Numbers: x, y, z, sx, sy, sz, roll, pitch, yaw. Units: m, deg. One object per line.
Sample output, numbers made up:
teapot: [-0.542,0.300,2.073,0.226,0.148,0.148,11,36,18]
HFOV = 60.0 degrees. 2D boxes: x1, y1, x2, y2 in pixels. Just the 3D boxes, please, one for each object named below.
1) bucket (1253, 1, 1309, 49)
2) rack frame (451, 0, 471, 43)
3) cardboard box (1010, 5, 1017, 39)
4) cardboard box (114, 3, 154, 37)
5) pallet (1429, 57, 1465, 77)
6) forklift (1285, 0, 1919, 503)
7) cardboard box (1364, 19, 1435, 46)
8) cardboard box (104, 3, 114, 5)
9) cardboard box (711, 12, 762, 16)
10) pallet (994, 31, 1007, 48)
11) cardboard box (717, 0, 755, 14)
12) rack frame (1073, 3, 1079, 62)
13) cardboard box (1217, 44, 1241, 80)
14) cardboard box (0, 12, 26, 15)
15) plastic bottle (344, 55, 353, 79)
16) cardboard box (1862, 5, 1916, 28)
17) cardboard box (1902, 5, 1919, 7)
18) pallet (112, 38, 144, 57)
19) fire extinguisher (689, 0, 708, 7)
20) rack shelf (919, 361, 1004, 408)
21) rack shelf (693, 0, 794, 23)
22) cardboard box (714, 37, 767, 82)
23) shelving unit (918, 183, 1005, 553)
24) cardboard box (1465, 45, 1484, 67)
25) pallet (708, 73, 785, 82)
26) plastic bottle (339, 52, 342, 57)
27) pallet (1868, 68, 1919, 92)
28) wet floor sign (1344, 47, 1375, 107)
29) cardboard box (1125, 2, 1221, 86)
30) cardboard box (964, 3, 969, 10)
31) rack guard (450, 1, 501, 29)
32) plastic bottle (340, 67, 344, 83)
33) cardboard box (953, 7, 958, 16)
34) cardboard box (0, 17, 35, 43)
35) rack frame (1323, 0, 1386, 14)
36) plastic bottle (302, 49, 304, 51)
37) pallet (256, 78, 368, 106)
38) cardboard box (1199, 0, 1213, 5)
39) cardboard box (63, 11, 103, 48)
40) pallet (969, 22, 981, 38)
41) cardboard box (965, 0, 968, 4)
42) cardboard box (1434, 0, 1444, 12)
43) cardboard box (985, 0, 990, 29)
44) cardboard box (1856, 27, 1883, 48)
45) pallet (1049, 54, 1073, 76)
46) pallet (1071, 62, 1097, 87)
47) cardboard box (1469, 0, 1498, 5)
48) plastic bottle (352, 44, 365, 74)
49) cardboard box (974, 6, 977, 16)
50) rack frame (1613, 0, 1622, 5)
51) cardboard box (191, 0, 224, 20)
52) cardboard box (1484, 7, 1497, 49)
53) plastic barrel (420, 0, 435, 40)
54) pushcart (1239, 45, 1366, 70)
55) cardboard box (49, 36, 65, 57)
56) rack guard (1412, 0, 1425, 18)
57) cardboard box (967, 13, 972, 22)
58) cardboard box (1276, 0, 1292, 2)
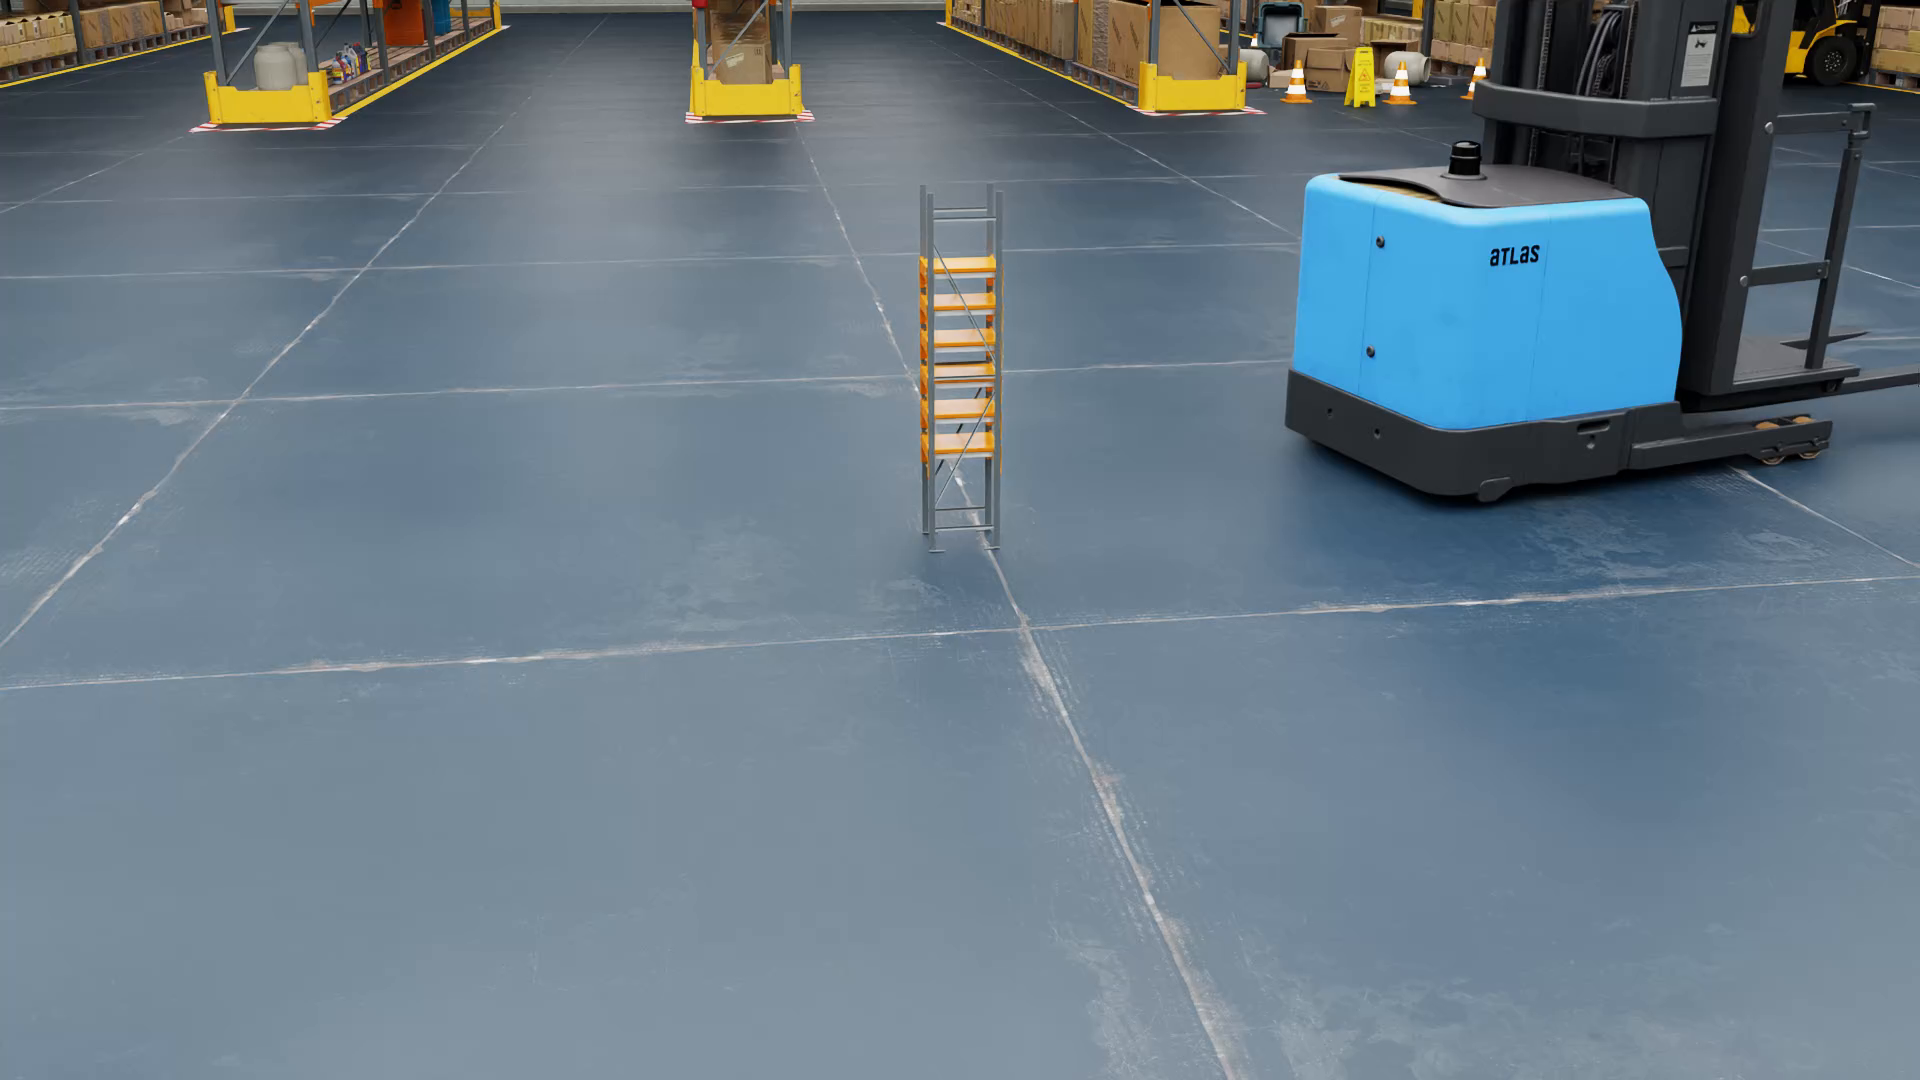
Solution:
bucket: [4.329,-6.915,22.448,0.726,0.611,0.620,4,11,11]
rack frame: [-8.949,-9.972,28.127,1.000,3.000,0.127,-3,21,-8]
cardboard box: [1.098,-8.292,26.603,0.500,0.500,0.500,-3,21,-8]
cardboard box: [-13.434,-8.430,26.944,0.500,0.500,0.500,-3,21,-8]
pallet: [7.043,-6.414,22.588,1.003,0.211,1.213,-3,21,-8]
forklift: [2.886,-1.826,6.417,3.031,2.935,1.130,-8,22,-21]
cardboard box: [6.625,-7.588,24.901,0.950,0.372,0.625,-2,21,-6]
cardboard box: [-13.935,-8.394,26.848,0.500,0.500,0.500,-3,21,-7]
cardboard box: [-3.263,-7.449,24.318,0.700,0.500,0.500,-5,21,-12]
pallet: [1.167,-8.438,28.005,1.003,0.211,1.213,-3,21,-8]
cardboard box: [-3.259,-7.809,24.210,0.500,0.250,0.500,-1,20,-2]
rack frame: [2.028,-7.667,21.956,1.000,3.000,0.127,-3,21,-8]
cardboard box: [3.267,-6.011,21.093,0.500,0.500,0.500,1,20,2]
cardboard box: [-13.490,-7.313,23.538,0.500,0.311,0.500,-2,21,-6]
plastic bottle: [-7.266,-5.612,19.725,0.097,0.271,0.097,0,20,0]
cardboard box: [11.863,-6.690,21.241,0.500,0.250,0.500,-3,21,-7]
cardboard box: [12.380,-6.718,21.316,0.500,0.250,0.500,-3,21,-8]
pallet: [-13.518,-7.714,26.068,1.003,0.211,1.213,-3,21,-8]
fire extinguisher: [-2.758,-5.968,17.517,0.296,0.674,0.183,-3,21,-8]
rack shelf: [0.002,-0.515,5.508,0.258,0.103,0.180,-3,21,-8]
rack shelf: [-2.607,-6.422,19.652,1.077,0.370,4.000,-3,21,-8]
cardboard box: [-2.512,-5.515,19.167,0.500,0.500,0.500,2,21,6]
shelving unit: [0.002,-0.557,5.493,0.258,1.200,0.189,-3,21,-8]
cardboard box: [6.897,-6.274,21.558,0.500,0.250,0.500,-3,21,-8]
pallet: [-2.584,-5.491,20.117,1.003,0.211,1.213,-3,21,-8]
plastic bottle: [-7.442,-5.735,20.037,0.061,0.283,0.133,-3,21,-8]
pallet: [12.248,-5.775,20.875,1.003,0.211,1.213,-3,21,-8]
wet floor sign: [4.568,-5.269,18.901,0.267,0.644,0.232,-7,21,-17]
cardboard box: [2.441,-5.715,19.166,0.875,0.875,0.875,-3,21,-7]
cardboard box: [0.288,-10.268,31.971,0.380,0.149,0.250,-4,21,-10]
rack guard: [-9.542,-10.193,32.293,1.175,0.500,0.348,-3,21,-8]
plastic bottle: [-7.187,-5.391,19.235,0.097,0.201,0.097,0,20,0]
cardboard box: [0.057,-10.485,32.977,0.380,0.149,0.250,-2,21,-7]
cardboard box: [-12.734,-6.812,22.197,0.500,0.311,0.500,-2,21,-6]
rack frame: [6.335,-9.336,26.426,1.000,3.000,0.127,-3,21,-8]
plastic bottle: [-8.110,-5.889,20.460,0.152,0.276,0.135,-2,21,-6]
pallet: [-7.561,-5.238,19.438,1.003,0.211,1.213,-3,21,-8]
cardboard box: [5.376,-10.879,33.619,0.875,0.438,0.875,-4,21,-10]
cardboard box: [-13.058,-7.545,24.575,0.500,0.500,0.500,-2,21,-5]
pallet: [0.743,-9.361,30.478,1.003,0.211,1.213,-3,21,-8]
cardboard box: [0.305,-10.134,31.187,0.380,0.149,0.250,-4,21,-10]
cardboard box: [10.087,-11.169,34.300,0.797,0.503,0.637,-4,21,-10]
cardboard box: [0.719,-9.193,29.015,0.500,0.500,0.500,-2,21,-6]
cardboard box: [11.863,-6.466,21.355,0.500,0.250,0.500,-3,21,-9]
pallet: [1.842,-6.624,23.149,1.003,0.211,1.213,-3,21,-8]
pallet: [2.060,-6.093,21.729,1.003,0.211,1.213,-3,21,-8]
cardboard box: [6.806,-6.980,21.449,0.380,0.149,0.250,-2,21,-5]
plastic bottle: [-7.390,-5.892,20.362,0.144,0.351,0.185,-4,21,-10]
cardboard box: [0.463,-9.623,30.244,0.380,0.149,0.250,-4,21,-10]
rack frame: [11.246,-9.588,27.100,1.000,3.000,0.127,-3,21,-8]
cardboard box: [-14.106,-9.967,31.060,0.500,0.500,0.500,-3,21,-8]
cardboard box: [6.970,-6.446,20.946,0.500,0.500,0.500,-3,21,-9]
plastic barrel: [-8.623,-8.213,26.266,0.600,0.588,0.708,-3,21,-8]
pushcart: [4.663,-6.591,22.823,1.648,0.377,0.936,-11,23,-26]
cardboard box: [-12.880,-6.899,23.229,0.500,0.250,0.500,-3,21,-8]
rack guard: [10.104,-11.161,34.883,1.175,0.500,0.348,-3,21,-8]
cardboard box: [0.332,-9.775,31.075,0.380,0.149,0.250,-3,21,-8]
cardboard box: [6.065,-9.400,29.032,0.875,0.875,0.875,-2,21,-6]
